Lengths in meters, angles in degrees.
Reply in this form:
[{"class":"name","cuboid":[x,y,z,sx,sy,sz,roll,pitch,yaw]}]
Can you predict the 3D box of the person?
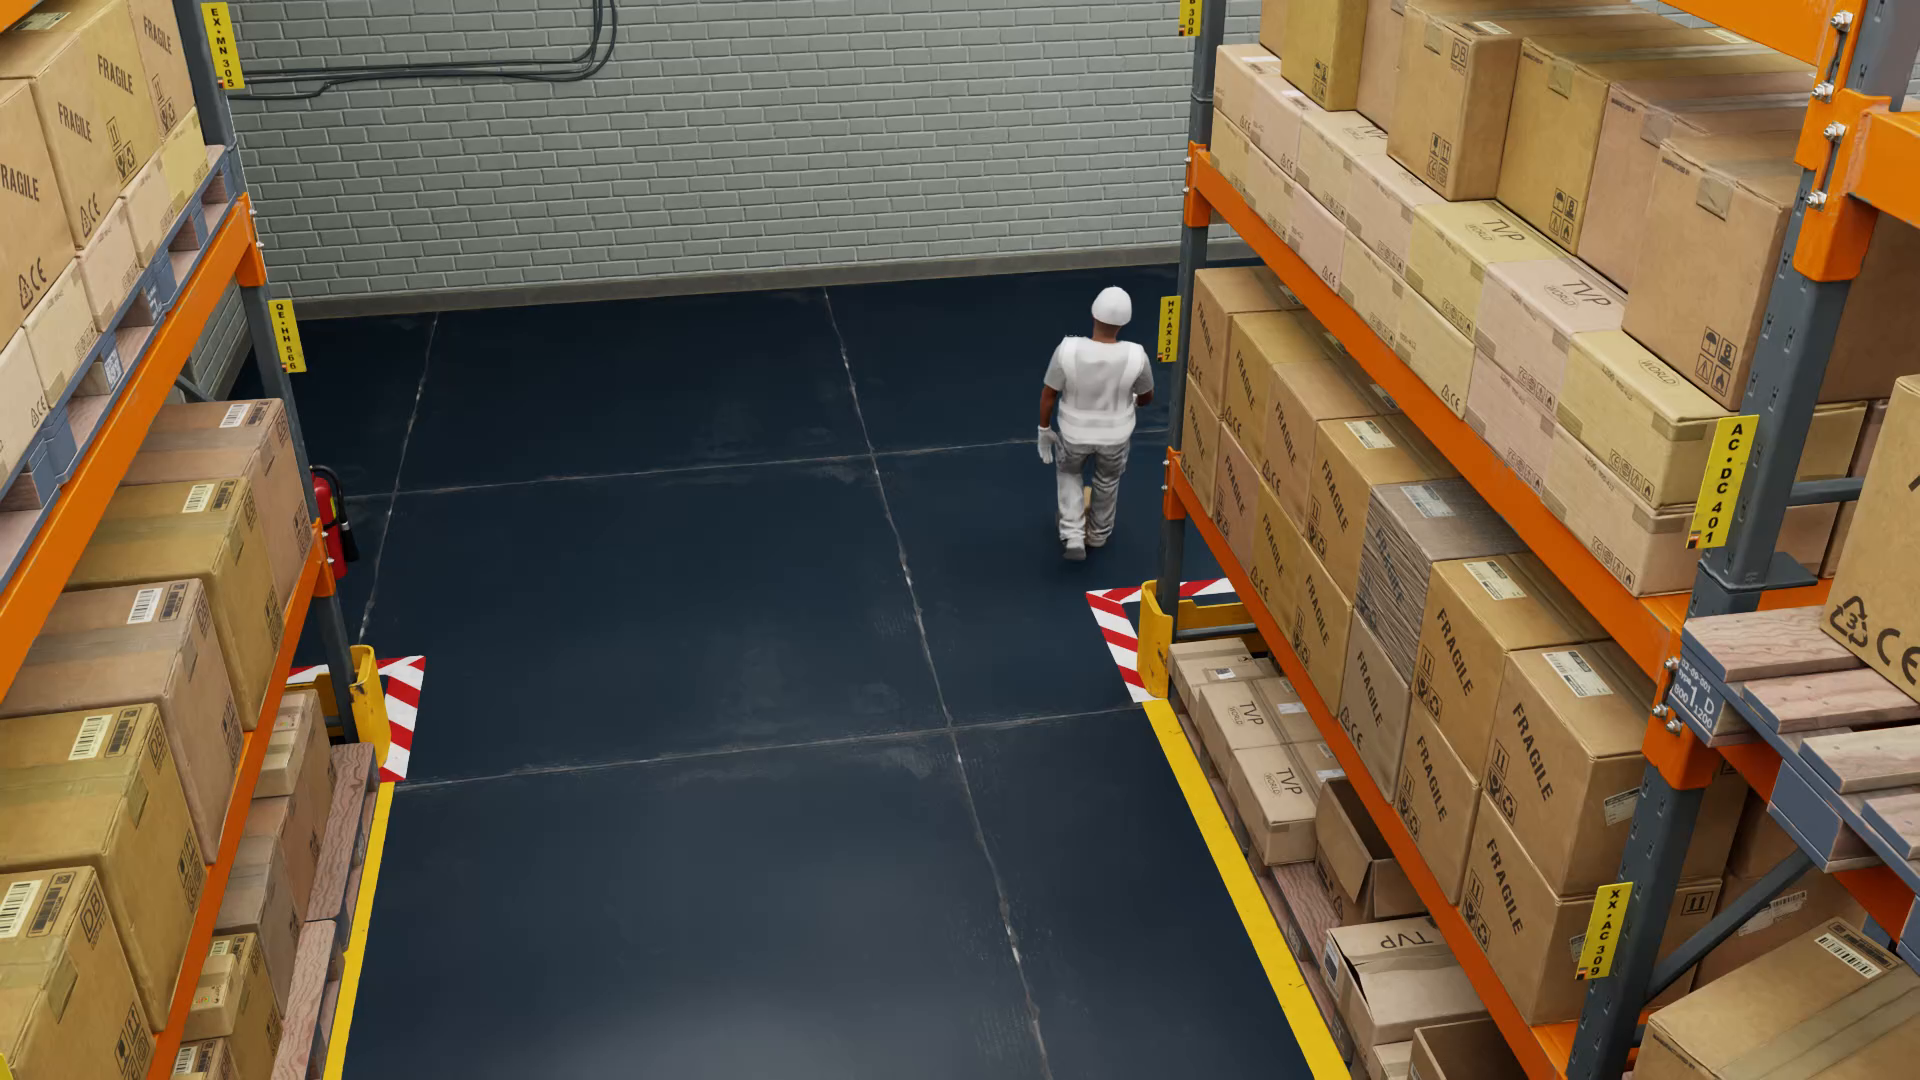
[{"class":"person","cuboid":[0.758,-0.666,9.267,0.620,1.742,0.771,3,31,6]}]
